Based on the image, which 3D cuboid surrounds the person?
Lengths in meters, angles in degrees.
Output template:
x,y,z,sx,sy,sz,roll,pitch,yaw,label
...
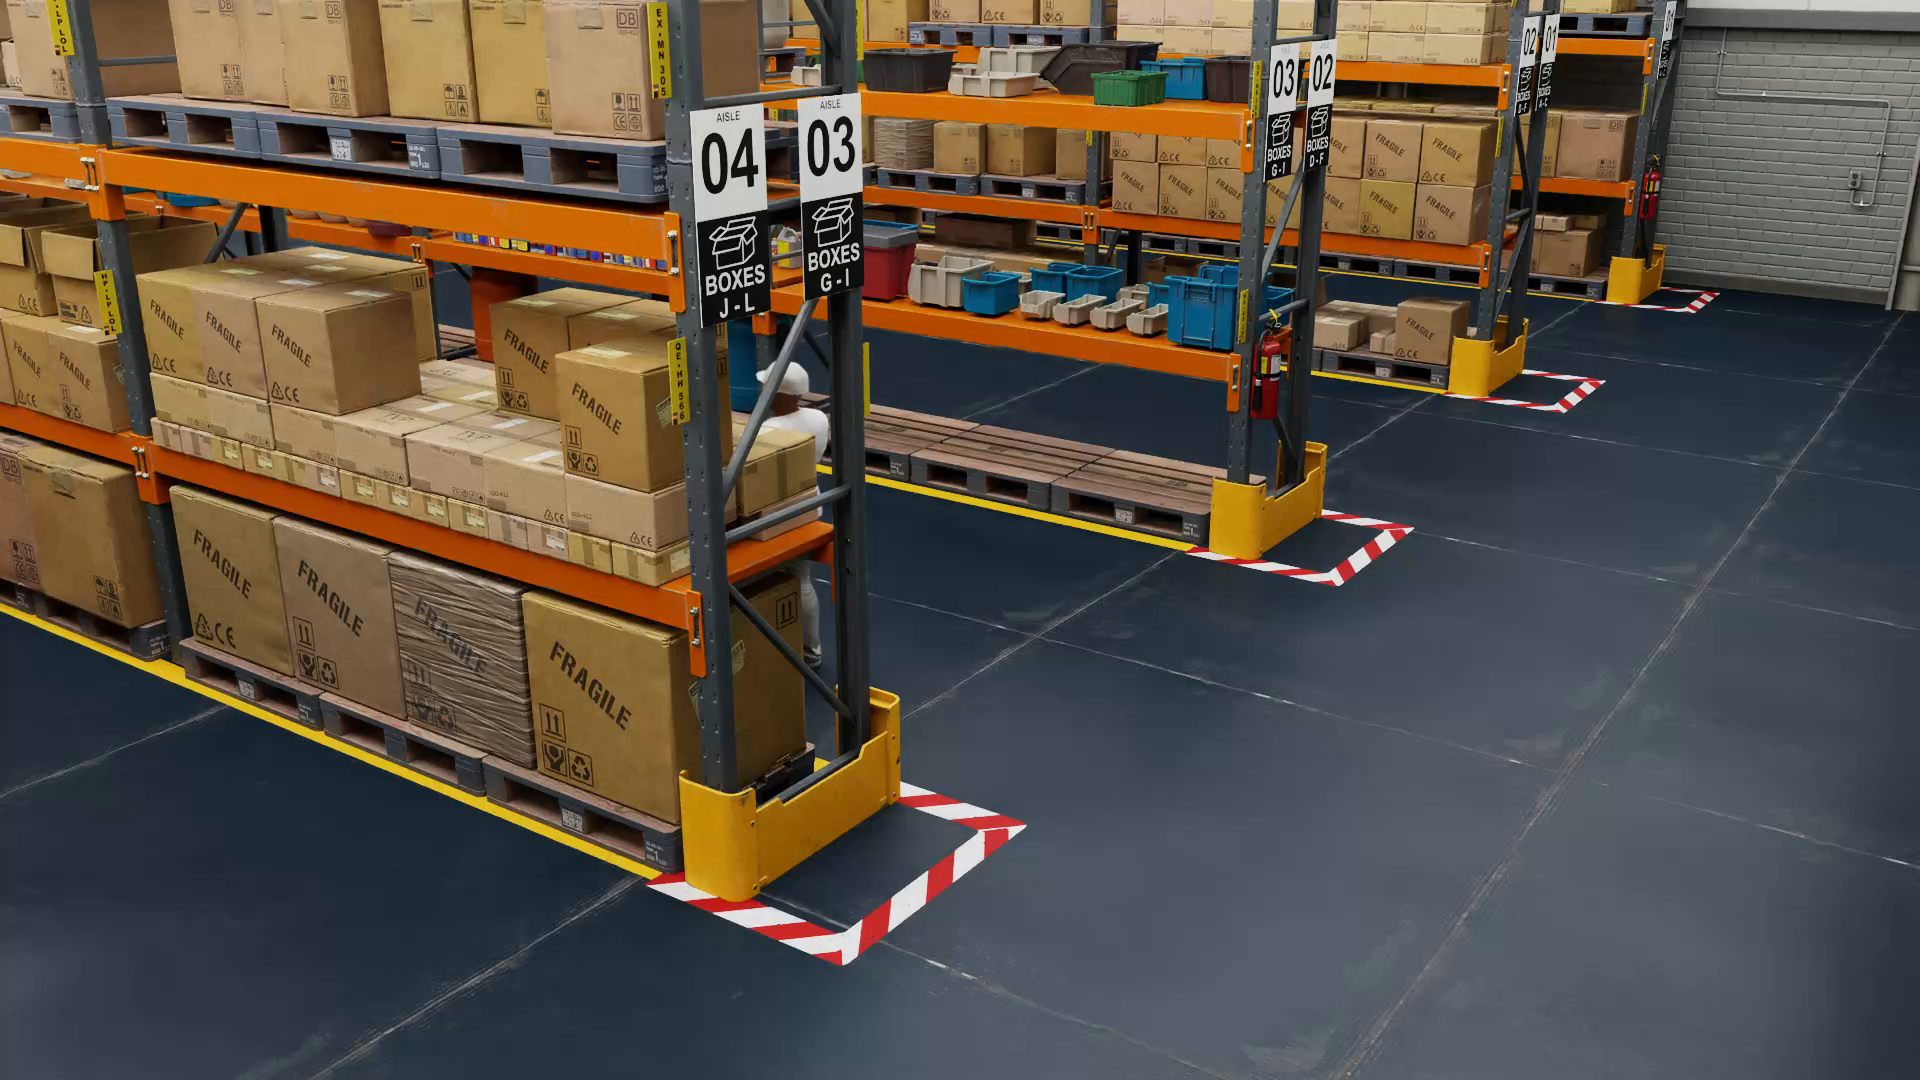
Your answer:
x,y,z,sx,sy,sz,roll,pitch,yaw,label
-1.017,-0.123,8.884,0.576,1.765,0.507,13,23,32,person
